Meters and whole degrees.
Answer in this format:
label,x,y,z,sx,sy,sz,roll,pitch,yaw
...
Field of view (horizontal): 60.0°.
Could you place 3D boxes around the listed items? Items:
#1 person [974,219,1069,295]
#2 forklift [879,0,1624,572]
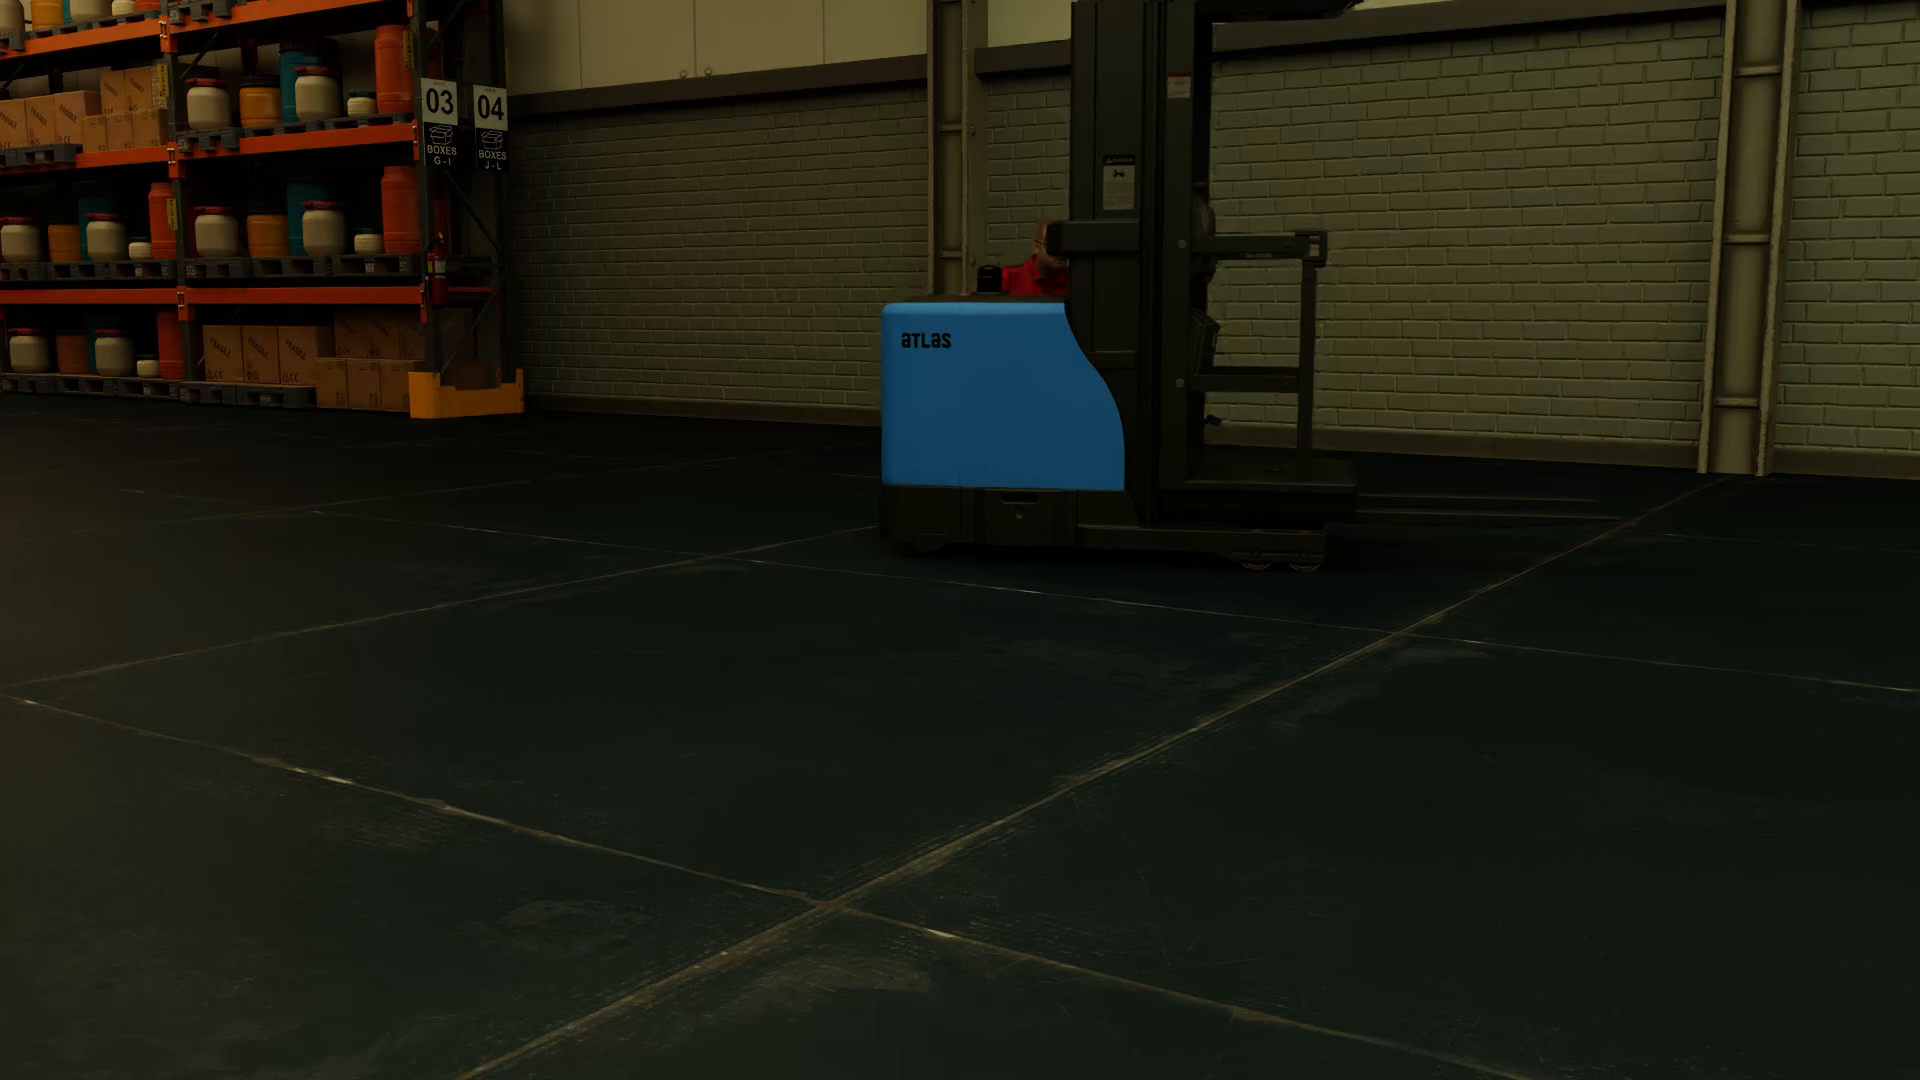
label,x,y,z,sx,sy,sz,roll,pitch,yaw
person,0.481,-0.776,7.995,0.819,1.525,0.842,-4,9,-26
forklift,1.223,-1.403,7.059,3.031,2.935,1.130,2,8,12
